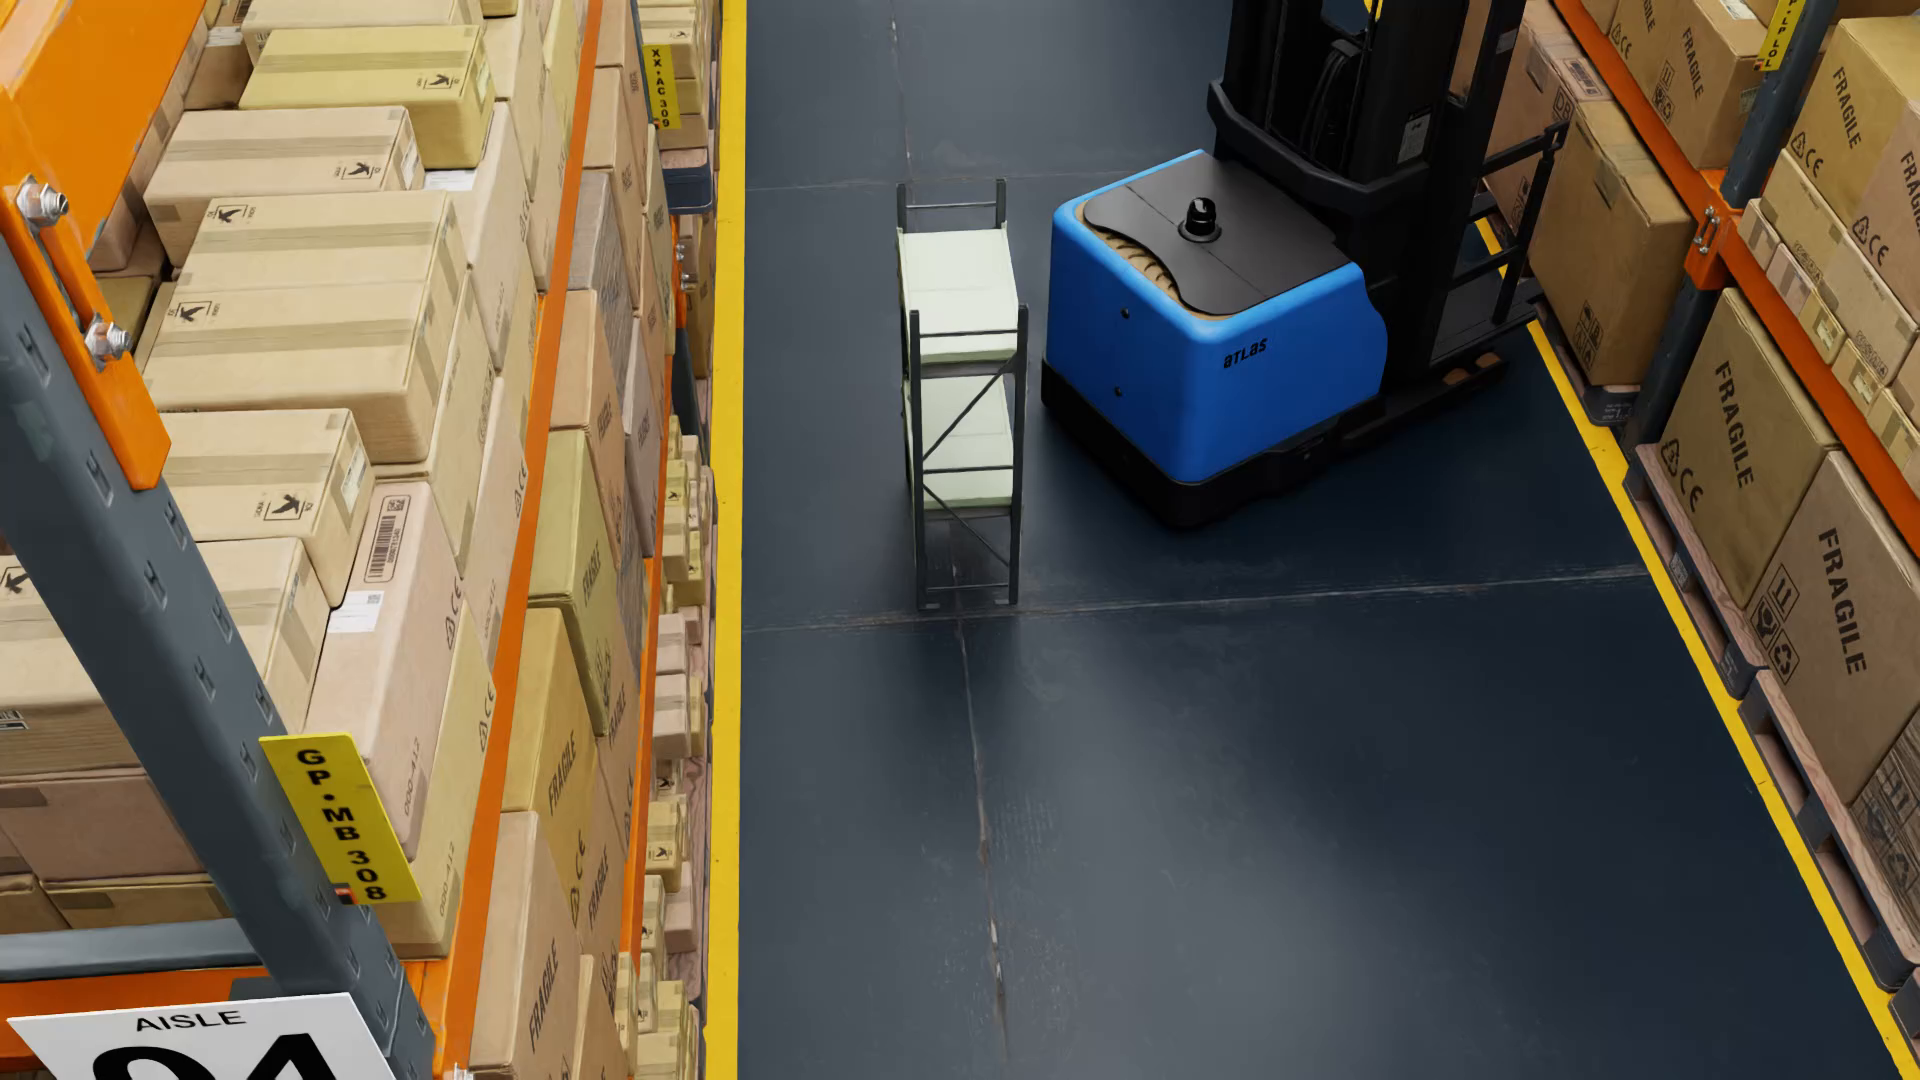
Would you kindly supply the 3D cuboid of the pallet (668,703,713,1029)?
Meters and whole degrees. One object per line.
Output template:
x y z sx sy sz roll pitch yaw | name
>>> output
-1.366 1.115 5.685 1.003 0.211 1.213 -3 47 -3 | pallet

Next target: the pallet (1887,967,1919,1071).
3.578 1.839 5.000 1.003 0.211 1.213 -3 47 -3 | pallet

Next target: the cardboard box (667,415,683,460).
-1.274 -0.339 6.406 0.380 0.149 0.250 -2 47 -2 | cardboard box

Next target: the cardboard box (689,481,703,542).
-1.185 -0.075 6.361 0.380 0.149 0.250 -6 47 -5 | cardboard box

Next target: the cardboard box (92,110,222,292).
-1.605 -0.529 3.014 0.500 0.250 0.500 -3 47 -3 | cardboard box

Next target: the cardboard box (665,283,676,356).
-1.176 -0.754 5.707 0.380 0.149 0.250 -5 47 -4 | cardboard box

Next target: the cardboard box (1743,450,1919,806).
3.439 0.279 5.730 0.875 0.875 0.875 -3 47 -3 | cardboard box

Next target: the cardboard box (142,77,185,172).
-1.625 -0.758 2.957 0.380 0.149 0.250 -3 47 -2 | cardboard box

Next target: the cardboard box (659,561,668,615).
-1.241 0.215 5.881 0.380 0.149 0.250 -2 47 -2 | cardboard box

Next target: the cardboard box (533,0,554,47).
-1.191 -1.292 3.737 0.500 0.250 0.500 -2 47 -2 | cardboard box

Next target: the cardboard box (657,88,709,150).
-1.138 -1.583 6.204 0.380 0.149 0.250 -6 47 -5 | cardboard box

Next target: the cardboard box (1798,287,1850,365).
3.126 -0.739 5.694 0.380 0.149 0.250 -2 47 -2 | cardboard box

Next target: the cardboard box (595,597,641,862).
-1.089 0.463 4.109 0.500 0.500 0.500 -3 47 -3 | cardboard box

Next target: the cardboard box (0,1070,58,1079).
-1.514 0.885 3.020 0.500 0.500 0.500 -4 47 -4 | cardboard box

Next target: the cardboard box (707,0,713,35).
-1.204 -2.146 6.737 0.380 0.149 0.250 -3 47 -3 | cardboard box

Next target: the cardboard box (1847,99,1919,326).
3.207 -1.030 5.178 0.500 0.500 0.500 -3 47 -3 | cardboard box

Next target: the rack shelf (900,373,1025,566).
-0.001 -0.296 6.583 0.431 0.370 0.720 -3 47 -3 | rack shelf

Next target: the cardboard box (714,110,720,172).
-1.482 -2.173 8.311 0.500 0.500 0.500 -5 47 -5 | cardboard box

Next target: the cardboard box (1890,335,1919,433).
3.252 -0.401 5.099 0.500 0.250 0.500 -2 47 -2 | cardboard box

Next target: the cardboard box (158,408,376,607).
-1.032 -0.041 2.278 0.380 0.149 0.250 -2 47 -2 | cardboard box

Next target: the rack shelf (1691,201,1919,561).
3.555 0.254 5.076 1.077 0.370 4.000 -3 47 -3 | rack shelf

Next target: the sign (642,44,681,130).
-1.023 -1.549 5.691 0.100 0.325 0.005 -3 47 -3 | sign

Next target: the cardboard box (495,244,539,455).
-1.107 -0.392 3.229 0.500 0.250 0.500 -5 47 -5 | cardboard box

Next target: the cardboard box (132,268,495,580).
-1.051 -0.181 2.685 0.500 0.250 0.500 -4 47 -4 | cardboard box

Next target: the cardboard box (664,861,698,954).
-1.047 1.200 5.359 0.380 0.149 0.250 -6 47 -5 | cardboard box

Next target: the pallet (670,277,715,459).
-1.630 -0.817 7.515 1.003 0.211 1.213 -3 47 -3 | pallet

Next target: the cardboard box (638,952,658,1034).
-1.073 1.357 4.800 0.380 0.149 0.250 -6 47 -5 | cardboard box

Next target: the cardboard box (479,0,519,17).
-1.089 -1.175 3.352 0.380 0.149 0.250 -4 47 -4 | cardboard box

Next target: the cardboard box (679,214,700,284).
-1.362 -1.306 6.973 0.500 0.250 0.500 -5 47 -5 | cardboard box

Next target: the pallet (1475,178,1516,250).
3.143 -1.920 8.560 1.003 0.211 1.213 -3 47 -3 | pallet

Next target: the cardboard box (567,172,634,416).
-1.177 -0.624 4.449 0.500 0.500 0.500 -2 47 -2 | cardboard box

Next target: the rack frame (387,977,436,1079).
-1.228 1.682 3.228 1.000 3.000 0.127 -3 47 -3 | rack frame

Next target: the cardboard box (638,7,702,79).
-1.138 -1.788 5.988 0.380 0.149 0.250 -1 47 -1 | cardboard box

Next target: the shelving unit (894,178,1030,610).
-0.001 -0.521 6.347 0.431 1.500 0.755 -3 47 -3 | shelving unit

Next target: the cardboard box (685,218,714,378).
-1.361 -1.048 7.245 0.500 0.500 0.500 -2 47 -2 | cardboard box

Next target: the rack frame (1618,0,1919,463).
3.388 -1.441 6.185 1.000 3.000 0.127 -3 47 -3 | rack frame

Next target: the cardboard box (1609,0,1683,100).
3.042 -2.155 6.793 0.500 0.500 0.500 -2 47 -2 | cardboard box

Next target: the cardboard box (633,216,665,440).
-1.199 -0.640 5.153 0.500 0.500 0.500 -5 47 -4 | cardboard box

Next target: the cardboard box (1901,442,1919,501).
3.190 -0.182 5.166 0.380 0.149 0.250 -3 47 -3 | cardboard box

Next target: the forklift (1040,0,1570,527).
1.868 -1.907 6.674 3.031 2.935 1.130 -26 52 -22 | forklift

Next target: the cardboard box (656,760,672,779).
-1.179 0.683 5.643 0.380 0.149 0.250 -5 47 -5 | cardboard box

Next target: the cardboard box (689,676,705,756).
-1.104 0.635 5.893 0.380 0.149 0.250 -4 47 -3 | cardboard box

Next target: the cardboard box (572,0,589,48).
-1.223 -1.492 4.271 0.500 0.250 0.500 -4 47 -3 | cardboard box

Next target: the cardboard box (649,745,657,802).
-1.180 0.786 5.340 0.380 0.149 0.250 -3 47 -3 | cardboard box

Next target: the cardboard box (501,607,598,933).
-1.050 0.496 3.389 0.500 0.500 0.500 -2 47 -2 | cardboard box

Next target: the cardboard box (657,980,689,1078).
-1.005 1.455 4.912 0.380 0.149 0.250 -2 47 -2 | cardboard box

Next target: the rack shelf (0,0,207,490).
-1.396 -1.580 2.682 1.077 0.370 4.000 -3 47 -3 | rack shelf

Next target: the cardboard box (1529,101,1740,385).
3.314 -1.316 7.241 1.225 0.875 0.875 -3 47 -3 | cardboard box

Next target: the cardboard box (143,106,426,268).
-1.128 -0.598 2.805 0.380 0.149 0.250 -2 47 -2 | cardboard box

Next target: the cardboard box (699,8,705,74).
-1.161 -1.873 6.273 0.380 0.149 0.250 -4 47 -4 | cardboard box

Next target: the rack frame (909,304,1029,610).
0.030 -0.256 6.096 0.400 1.500 0.023 -3 47 -3 | rack frame
